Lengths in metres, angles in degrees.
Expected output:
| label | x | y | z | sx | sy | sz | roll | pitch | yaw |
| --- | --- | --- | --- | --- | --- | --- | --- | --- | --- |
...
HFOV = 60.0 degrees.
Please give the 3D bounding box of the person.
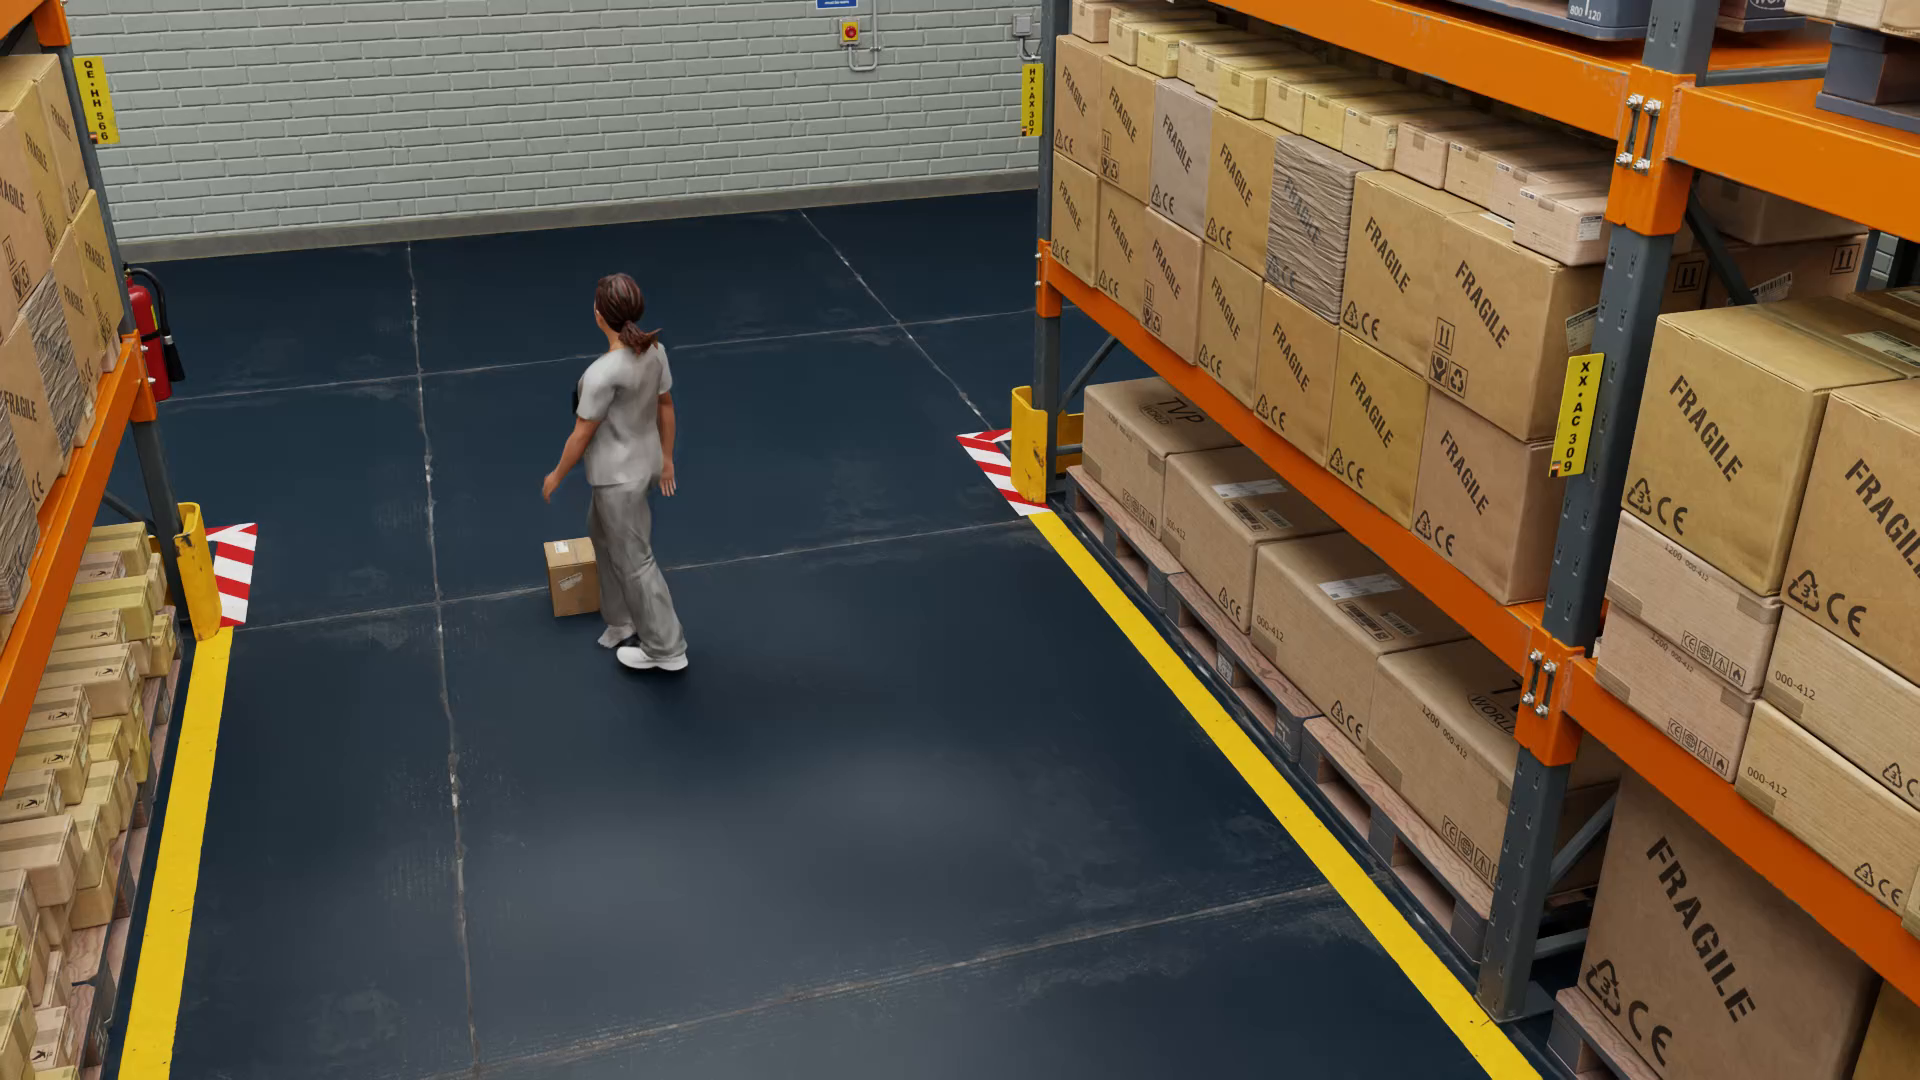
| label | x | y | z | sx | sy | sz | roll | pitch | yaw |
| --- | --- | --- | --- | --- | --- | --- | --- | --- | --- |
| person | -1.362 | -0.219 | 6.602 | 0.521 | 1.735 | 0.458 | 9 | 28 | 17 |
